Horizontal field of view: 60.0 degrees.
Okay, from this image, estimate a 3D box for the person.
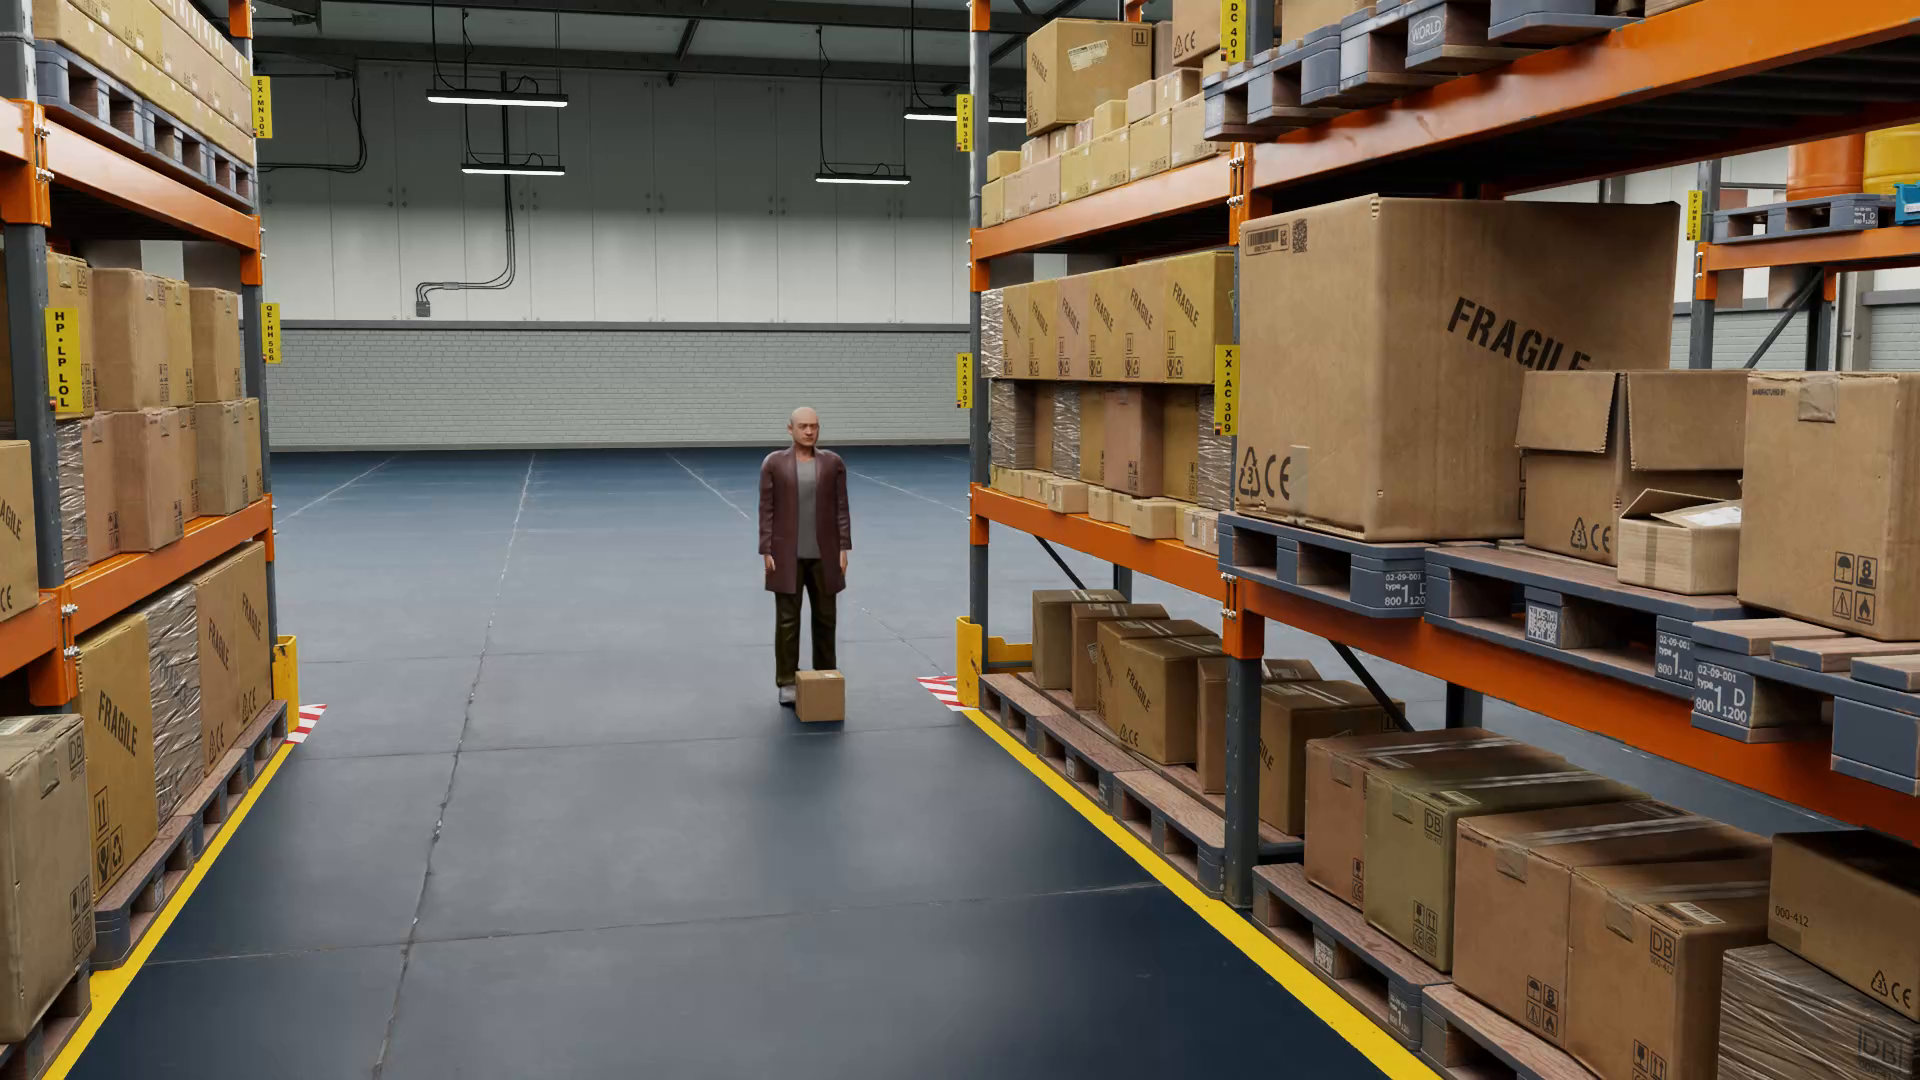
[{"bbox_3d":[-0.933,0.129,10.048,0.574,1.862,0.479,-1,6,-13],"label":"person"}]
